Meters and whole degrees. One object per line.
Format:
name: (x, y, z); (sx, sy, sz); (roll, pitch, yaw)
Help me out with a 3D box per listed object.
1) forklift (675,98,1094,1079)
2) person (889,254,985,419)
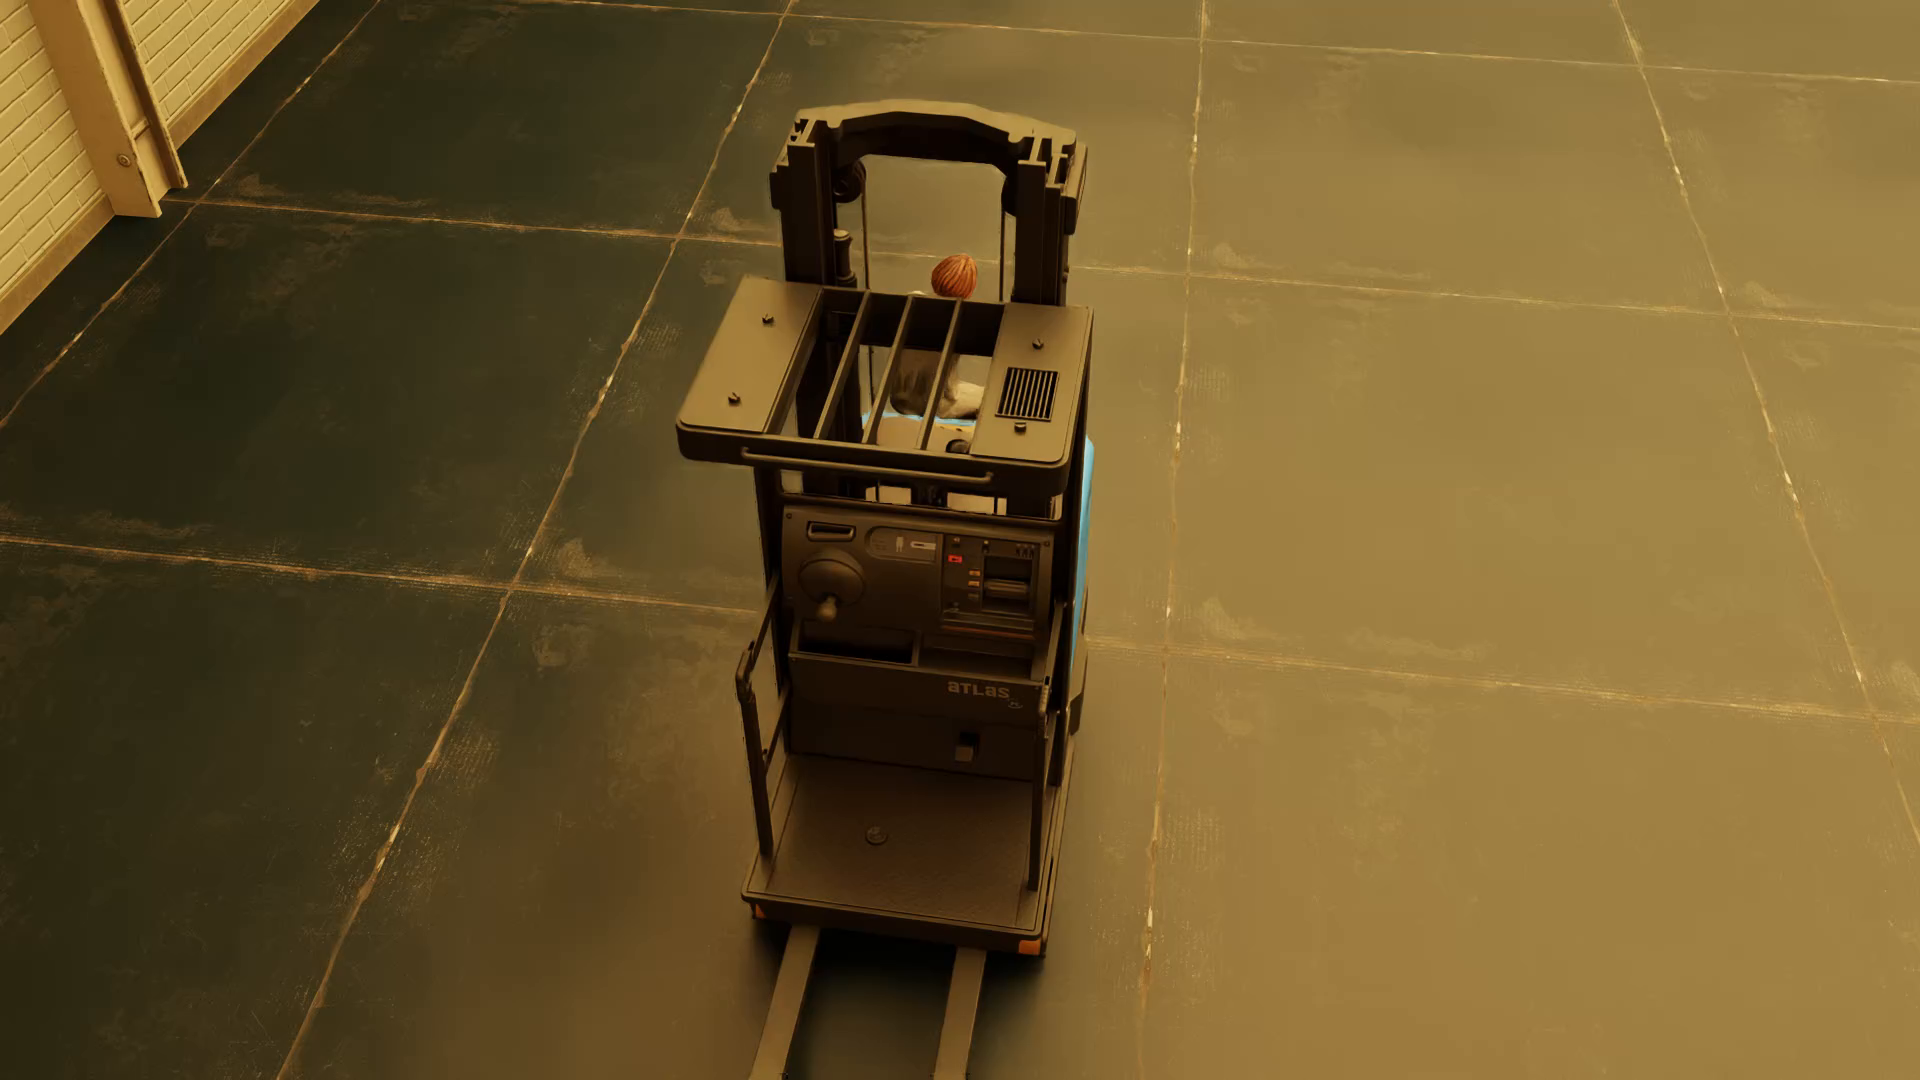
forklift: (-0.181, 0.201, 5.506); (1.130, 2.935, 3.031); (6, 43, 7)
person: (-0.013, -0.816, 7.740); (0.720, 1.393, 0.698); (14, 44, 14)
